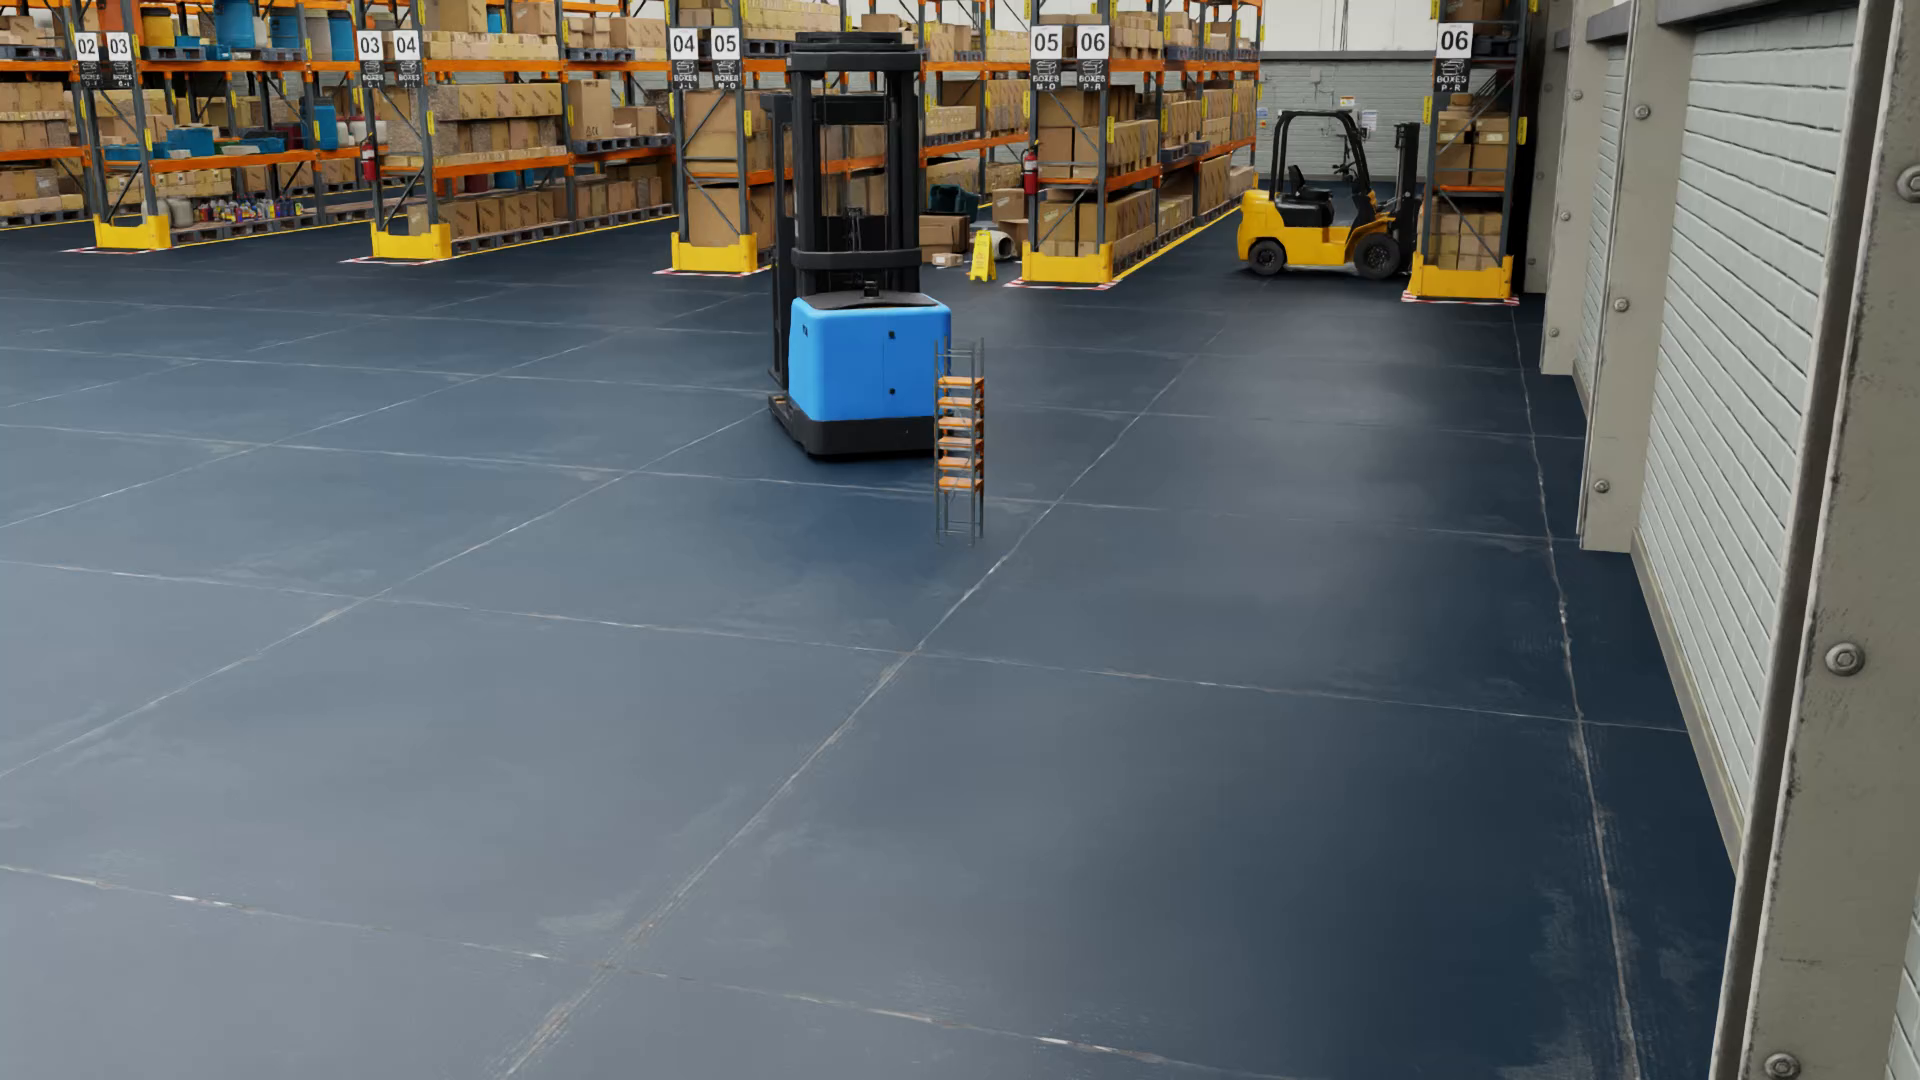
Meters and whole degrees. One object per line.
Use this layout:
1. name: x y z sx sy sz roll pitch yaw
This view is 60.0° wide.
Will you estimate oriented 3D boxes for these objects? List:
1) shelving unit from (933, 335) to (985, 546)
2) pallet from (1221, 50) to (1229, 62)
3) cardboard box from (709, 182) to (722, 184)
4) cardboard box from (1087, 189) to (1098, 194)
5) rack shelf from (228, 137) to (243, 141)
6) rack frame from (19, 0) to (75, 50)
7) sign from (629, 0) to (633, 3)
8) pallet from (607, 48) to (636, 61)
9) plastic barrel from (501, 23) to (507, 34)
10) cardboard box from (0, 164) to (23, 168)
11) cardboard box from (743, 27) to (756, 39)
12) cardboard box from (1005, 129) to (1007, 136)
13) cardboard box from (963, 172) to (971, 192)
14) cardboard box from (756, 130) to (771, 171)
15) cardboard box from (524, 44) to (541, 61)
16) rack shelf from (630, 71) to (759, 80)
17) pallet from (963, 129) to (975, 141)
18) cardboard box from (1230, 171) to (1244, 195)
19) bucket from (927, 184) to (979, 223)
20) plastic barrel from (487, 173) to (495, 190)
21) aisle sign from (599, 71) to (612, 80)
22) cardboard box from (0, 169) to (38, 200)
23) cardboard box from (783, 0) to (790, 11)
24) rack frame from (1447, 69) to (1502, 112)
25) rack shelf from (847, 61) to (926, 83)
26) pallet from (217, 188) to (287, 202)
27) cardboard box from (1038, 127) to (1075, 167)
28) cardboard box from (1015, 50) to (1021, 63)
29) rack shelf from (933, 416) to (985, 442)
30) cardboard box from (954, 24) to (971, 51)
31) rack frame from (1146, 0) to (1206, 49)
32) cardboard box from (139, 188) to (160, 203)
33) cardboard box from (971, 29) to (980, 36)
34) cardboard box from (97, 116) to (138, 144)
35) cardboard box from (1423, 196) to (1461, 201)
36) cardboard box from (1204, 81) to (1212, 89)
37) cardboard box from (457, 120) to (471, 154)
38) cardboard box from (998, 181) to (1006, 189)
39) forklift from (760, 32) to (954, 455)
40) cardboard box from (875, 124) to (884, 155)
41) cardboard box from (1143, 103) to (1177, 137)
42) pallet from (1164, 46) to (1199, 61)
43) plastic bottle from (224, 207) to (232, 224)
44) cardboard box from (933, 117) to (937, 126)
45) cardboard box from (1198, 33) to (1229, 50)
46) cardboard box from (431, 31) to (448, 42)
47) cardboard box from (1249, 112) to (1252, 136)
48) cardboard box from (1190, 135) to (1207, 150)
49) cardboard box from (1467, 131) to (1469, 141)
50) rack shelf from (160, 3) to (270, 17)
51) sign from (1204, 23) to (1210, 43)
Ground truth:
1. shelving unit: -0.004 -0.573 9.652 0.258 1.200 0.189 5 16 16
2. pallet: 4.585 -9.088 31.228 0.805 0.209 1.217 4 16 14
3. cardboard box: -5.363 -7.294 33.173 1.225 0.875 0.875 5 16 16
4. cardboard box: 1.787 -5.073 23.925 0.380 0.149 0.250 6 17 19
5. rack shelf: -14.768 -8.649 36.145 1.077 0.370 4.000 5 16 16
6. rack frame: -16.473 -10.312 29.693 1.000 3.000 0.127 5 16 16
7. sign: -7.783 -12.872 39.313 0.100 0.325 0.005 5 16 16
8. pallet: -6.407 -8.434 28.914 1.213 0.211 1.003 5 16 16
9. plastic barrel: -9.517 -10.615 35.144 0.600 0.588 0.600 0 16 0
10. cardboard box: -20.242 -7.672 35.155 0.700 0.500 0.500 5 17 17
11. cardboard box: -2.982 -6.836 22.444 0.380 0.149 0.250 5 17 16
12. cardboard box: 0.777 -8.688 35.424 0.380 0.149 0.250 5 17 18
13. cardboard box: -0.091 -6.990 32.789 0.500 0.500 0.500 4 16 15
14. cardboard box: -3.189 -5.517 23.509 0.875 0.550 0.550 5 16 16
15. cardboard box: -7.014 -7.752 26.441 0.500 0.250 0.500 5 17 17
16. rack shelf: -5.271 -9.323 33.023 1.077 0.370 4.000 5 16 16
17. pallet: -0.333 -8.057 33.091 1.003 0.211 1.213 5 16 16
18. cardboard box: 5.334 -7.341 34.138 0.875 0.438 0.875 4 16 14
19. bucket: -0.078 -5.187 25.834 0.726 0.611 0.620 11 9 35
20. plastic barrel: -10.070 -7.672 35.169 0.421 0.512 0.421 0 16 0
21. aisle sign: -8.579 -11.472 40.016 0.394 0.787 0.004 5 16 16
22. cardboard box: -16.687 -6.266 29.320 0.500 0.500 0.500 5 16 16
23. cardboard box: -2.624 -7.550 23.500 0.380 0.149 0.250 4 16 15
24. rack frame: 9.558 -7.597 31.116 1.000 3.000 0.127 5 16 16
25. rack shelf: -1.681 -7.866 27.885 1.077 0.370 4.000 5 16 16
26. pallet: -15.088 -7.323 35.260 1.003 0.211 1.213 5 16 16
27. cardboard box: 1.278 -5.196 21.923 0.500 0.500 0.500 4 16 15
28. cardboard box: 0.993 -10.353 35.612 0.500 0.250 0.500 5 17 18
29. rack shelf: -0.004 -0.646 9.632 0.258 0.103 0.180 5 16 16
30. cardboard box: -0.189 -9.941 32.930 0.700 0.500 0.500 5 16 16
31. rack frame: 3.662 -9.821 27.962 1.000 3.000 0.127 5 16 16
32. cardboard box: -15.830 -6.660 32.084 0.500 0.250 0.500 4 16 14
33. cardboard box: 0.339 -10.199 33.421 0.380 0.149 0.250 4 16 15
34. cardboard box: -16.090 -7.811 31.688 0.500 0.500 0.500 6 17 20
35. cardboard box: 6.692 -4.629 23.089 0.500 0.250 0.500 5 16 16
36. cardboard box: 4.760 -8.988 32.816 0.380 0.149 0.250 5 17 17
37. cardboard box: -7.904 -6.083 25.050 0.875 0.500 0.500 5 16 16
38. cardboard box: 0.765 -7.582 35.518 0.380 0.149 0.250 4 16 14
39. forklift: -0.911 -2.369 12.810 1.130 2.935 3.031 -4 16 -14
40. cardboard box: -1.555 -6.673 27.675 0.500 0.500 0.500 5 16 16
41. cardboard box: 3.075 -6.513 25.796 0.500 0.500 0.500 5 16 16
42. pallet: 3.094 -7.665 26.205 1.213 0.211 1.003 5 16 16
43. plastic bottle: -12.048 -5.343 27.364 0.097 0.271 0.097 0 16 0
44. cardboard box: -0.635 -7.768 30.866 0.380 0.149 0.250 4 16 14
45. cardboard box: 4.749 -9.336 31.145 0.500 0.311 0.500 5 16 16
46. cardboard box: -7.647 -7.287 24.071 0.380 0.149 0.250 5 17 17
47. cardboard box: 5.895 -8.799 35.170 0.500 0.500 0.500 4 16 15
48. cardboard box: 4.042 -6.971 29.183 0.500 0.250 0.500 4 16 15
49. cardboard box: 6.236 -5.126 21.034 0.380 0.149 0.250 5 16 15
50. rack shelf: -18.382 -12.773 40.421 1.077 0.370 4.000 5 16 16
51. sign: 4.181 -8.584 28.150 0.100 0.325 0.005 5 16 16
